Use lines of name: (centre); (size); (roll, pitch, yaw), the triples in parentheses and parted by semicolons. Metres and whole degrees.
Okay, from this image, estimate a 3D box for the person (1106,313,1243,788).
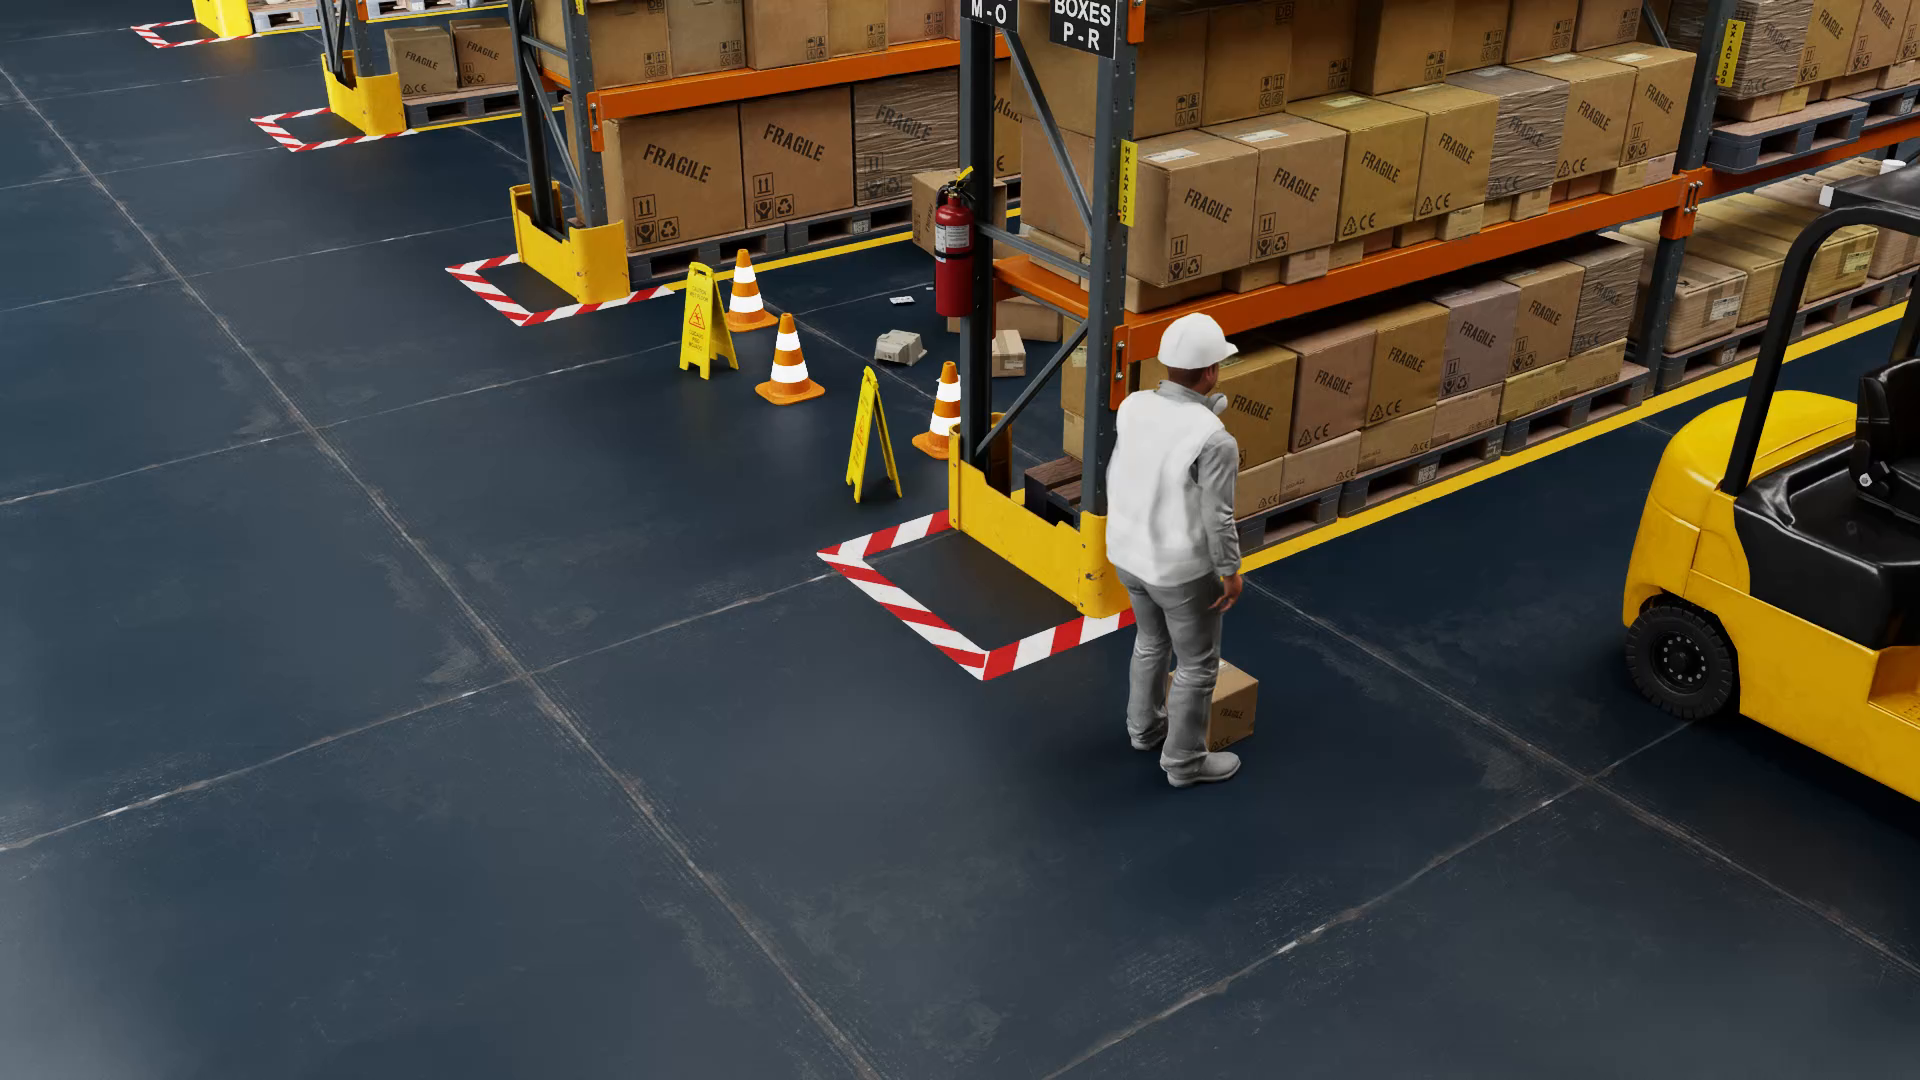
person: (0.773, 0.041, 6.018); (0.467, 1.773, 0.593); (-21, 35, -33)
